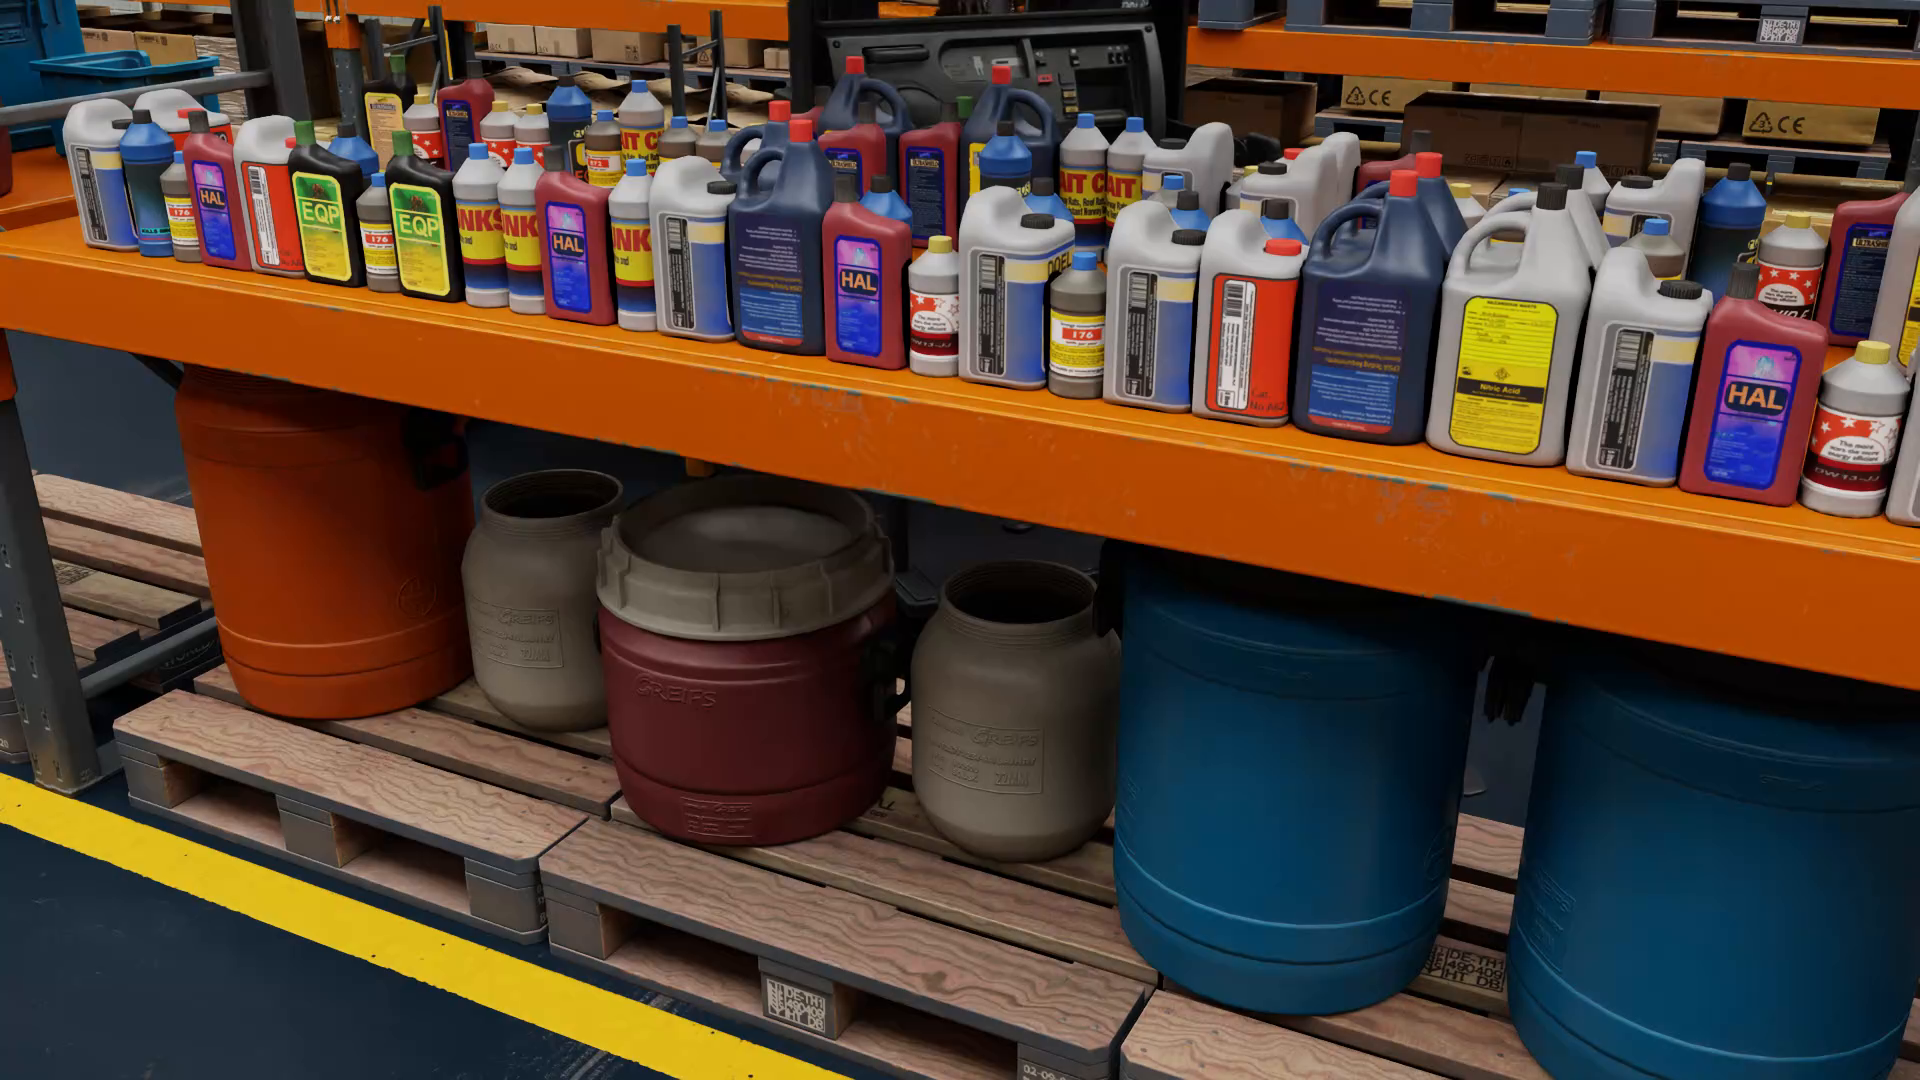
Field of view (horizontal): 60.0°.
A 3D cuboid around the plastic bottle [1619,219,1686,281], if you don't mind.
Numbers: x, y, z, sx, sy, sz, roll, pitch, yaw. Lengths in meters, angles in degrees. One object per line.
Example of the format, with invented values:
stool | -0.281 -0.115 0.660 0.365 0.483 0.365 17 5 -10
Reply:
plastic bottle | 1.080 -0.402 2.615 0.097 0.201 0.097 0 23 0

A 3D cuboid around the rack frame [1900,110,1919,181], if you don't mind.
rack frame | 6.158 -3.721 10.166 0.127 3.000 1.000 11 25 25

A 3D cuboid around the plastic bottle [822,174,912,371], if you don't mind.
plastic bottle | -0.140 -0.407 2.523 0.133 0.283 0.061 11 25 25

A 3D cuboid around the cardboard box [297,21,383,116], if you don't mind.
cardboard box | -3.936 -2.952 10.378 0.500 0.500 0.500 11 25 25

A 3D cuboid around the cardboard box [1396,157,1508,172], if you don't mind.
cardboard box | 2.229 -1.483 7.537 0.500 0.500 0.500 10 25 23

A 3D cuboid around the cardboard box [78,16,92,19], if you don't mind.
cardboard box | -5.958 -3.122 10.776 0.500 0.500 0.500 11 25 25

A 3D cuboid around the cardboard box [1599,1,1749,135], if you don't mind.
cardboard box | 4.724 -3.150 11.034 0.750 0.750 0.750 12 26 26

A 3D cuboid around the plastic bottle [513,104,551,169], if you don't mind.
plastic bottle | -0.941 -0.868 3.713 0.097 0.201 0.097 0 23 0

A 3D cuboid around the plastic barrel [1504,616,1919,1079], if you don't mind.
plastic barrel | 1.210 0.410 2.598 0.708 0.901 0.600 11 25 25

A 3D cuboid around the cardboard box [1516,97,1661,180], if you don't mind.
cardboard box | 2.712 -1.734 7.169 0.500 0.250 0.500 11 26 25

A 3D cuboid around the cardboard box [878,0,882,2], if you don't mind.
cardboard box | -0.571 -2.643 7.953 0.250 0.149 0.380 11 25 25

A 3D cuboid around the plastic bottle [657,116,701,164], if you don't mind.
plastic bottle | -0.594 -0.800 3.551 0.097 0.201 0.097 0 23 0

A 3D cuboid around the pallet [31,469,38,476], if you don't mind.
pallet | -3.641 -0.050 5.098 1.213 0.211 1.003 11 25 25

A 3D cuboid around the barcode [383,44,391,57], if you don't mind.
barcode | -3.174 -2.706 9.185 0.075 0.075 0.001 11 25 25

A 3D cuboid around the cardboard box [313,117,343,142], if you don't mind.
cardboard box | -3.726 -2.336 9.887 0.500 0.250 0.500 11 25 25

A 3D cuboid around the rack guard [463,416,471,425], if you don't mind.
rack guard | -1.850 -0.509 6.127 0.087 0.250 0.587 4 23 8

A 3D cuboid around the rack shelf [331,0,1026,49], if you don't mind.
rack shelf | -1.429 -2.718 8.728 4.000 0.370 1.077 11 25 25

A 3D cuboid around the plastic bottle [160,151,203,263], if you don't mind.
plastic bottle | -1.464 -0.639 3.173 0.097 0.201 0.097 0 23 0

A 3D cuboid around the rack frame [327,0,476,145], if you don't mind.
rack frame | -3.214 -3.402 9.418 0.127 3.000 1.000 11 25 25

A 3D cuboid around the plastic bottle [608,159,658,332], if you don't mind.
plastic bottle | -0.520 -0.484 2.721 0.097 0.271 0.097 0 23 0

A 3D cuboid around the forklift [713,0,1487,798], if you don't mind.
forklift | 0.194 -1.117 4.130 1.130 2.935 3.031 -10 25 -21

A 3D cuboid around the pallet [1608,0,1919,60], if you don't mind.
pallet | 3.262 -2.081 6.555 1.213 0.211 1.003 11 25 25

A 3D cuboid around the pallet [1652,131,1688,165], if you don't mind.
pallet | 4.342 -2.762 11.476 1.213 0.211 1.003 11 25 25

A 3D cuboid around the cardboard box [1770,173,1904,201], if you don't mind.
cardboard box | 3.604 -1.213 6.900 0.500 0.500 0.500 10 25 22

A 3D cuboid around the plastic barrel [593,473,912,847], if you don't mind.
plastic barrel | -0.430 0.229 3.422 0.708 0.588 0.600 11 25 25

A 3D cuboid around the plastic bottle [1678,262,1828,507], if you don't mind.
plastic bottle | 0.963 -0.188 2.009 0.133 0.283 0.061 11 25 25

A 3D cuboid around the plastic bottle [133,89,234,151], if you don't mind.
plastic bottle | -1.573 -0.774 3.395 0.135 0.276 0.152 11 25 25

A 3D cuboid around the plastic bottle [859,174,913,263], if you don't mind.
plastic bottle | -0.121 -0.432 2.597 0.097 0.271 0.097 0 23 0

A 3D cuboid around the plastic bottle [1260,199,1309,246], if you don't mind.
plastic bottle | 0.454 -0.358 2.424 0.097 0.271 0.097 0 23 0

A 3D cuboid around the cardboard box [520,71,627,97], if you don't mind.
cardboard box | -2.256 -2.527 9.620 0.500 0.311 0.500 12 26 26

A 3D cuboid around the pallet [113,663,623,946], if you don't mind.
pallet | -1.160 0.441 3.943 1.213 0.211 1.003 11 25 25

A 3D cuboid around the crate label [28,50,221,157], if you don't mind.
crate label | -2.089 -1.095 4.206 0.416 0.233 0.303 11 25 25

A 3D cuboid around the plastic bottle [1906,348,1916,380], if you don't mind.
plastic bottle | 1.230 -0.173 2.077 0.097 0.201 0.097 0 23 0

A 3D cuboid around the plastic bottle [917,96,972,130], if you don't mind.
plastic bottle | -0.025 -0.733 3.289 0.133 0.283 0.061 11 25 25

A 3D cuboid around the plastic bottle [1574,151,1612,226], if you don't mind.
plastic bottle | 1.029 -0.511 2.783 0.097 0.271 0.097 0 23 0

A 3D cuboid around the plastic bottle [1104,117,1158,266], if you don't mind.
plastic bottle | 0.322 -0.651 3.111 0.097 0.271 0.097 0 23 0

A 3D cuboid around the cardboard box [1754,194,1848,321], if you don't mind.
cardboard box | 3.356 -1.029 6.469 0.500 0.500 0.500 11 25 24

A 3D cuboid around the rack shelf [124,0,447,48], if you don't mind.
rack shelf | -4.998 -3.425 10.389 4.000 0.370 1.077 11 25 25

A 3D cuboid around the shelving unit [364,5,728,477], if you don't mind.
shelving unit | -1.359 -1.053 5.810 1.083 1.500 0.587 4 23 8

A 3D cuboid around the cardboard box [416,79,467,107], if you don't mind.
cardboard box | -2.957 -2.428 9.388 0.500 0.311 0.500 11 26 25

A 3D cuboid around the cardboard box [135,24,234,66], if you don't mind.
cardboard box | -4.615 -2.860 10.162 0.500 0.500 0.500 11 25 25

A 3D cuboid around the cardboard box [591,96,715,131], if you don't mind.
cardboard box | -1.585 -2.157 8.751 0.500 0.311 0.500 12 26 26

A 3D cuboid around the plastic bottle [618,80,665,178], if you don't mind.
plastic bottle | -0.681 -0.849 3.578 0.097 0.271 0.097 0 23 0

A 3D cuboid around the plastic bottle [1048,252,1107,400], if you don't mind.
plastic bottle | 0.178 -0.314 2.409 0.097 0.201 0.097 0 23 0

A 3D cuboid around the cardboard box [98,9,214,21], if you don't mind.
cardboard box | -5.271 -3.220 11.006 0.500 0.500 0.500 11 25 25

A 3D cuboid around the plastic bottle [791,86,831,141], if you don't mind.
plastic bottle | -0.309 -0.789 3.421 0.133 0.283 0.061 11 25 25

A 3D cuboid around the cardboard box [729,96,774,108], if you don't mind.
cardboard box | -0.906 -2.258 8.987 0.500 0.311 0.500 10 25 23

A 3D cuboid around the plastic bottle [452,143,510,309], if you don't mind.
plastic bottle | -0.813 -0.542 2.857 0.097 0.271 0.097 0 23 0

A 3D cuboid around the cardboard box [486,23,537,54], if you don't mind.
cardboard box | -3.975 -4.651 15.227 0.500 0.311 0.500 8 24 19

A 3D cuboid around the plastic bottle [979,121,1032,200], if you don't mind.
plastic bottle | 0.083 -0.635 3.074 0.097 0.271 0.097 0 23 0

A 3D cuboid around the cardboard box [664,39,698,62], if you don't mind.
cardboard box | -2.400 -4.313 14.640 0.250 0.149 0.380 9 25 20

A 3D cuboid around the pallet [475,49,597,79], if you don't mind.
pallet | -3.775 -4.387 15.296 1.213 0.211 1.003 11 25 25

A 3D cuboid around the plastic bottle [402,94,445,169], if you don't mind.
plastic bottle | -1.234 -0.926 3.849 0.097 0.201 0.097 0 23 0

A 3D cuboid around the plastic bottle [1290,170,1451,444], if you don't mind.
plastic bottle | 0.555 -0.319 2.229 0.185 0.351 0.144 11 25 25

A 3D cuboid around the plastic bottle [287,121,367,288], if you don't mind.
plastic bottle | -1.130 -0.603 2.983 0.133 0.283 0.061 11 25 25

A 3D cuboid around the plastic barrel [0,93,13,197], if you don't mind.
plastic barrel | -2.433 -1.006 3.608 0.708 0.536 0.600 11 25 25

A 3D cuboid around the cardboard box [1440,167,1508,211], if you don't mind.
cardboard box | 2.017 -1.297 7.099 0.500 0.500 0.500 10 25 23

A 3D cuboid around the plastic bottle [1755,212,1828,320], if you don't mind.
plastic bottle | 1.323 -0.420 2.660 0.097 0.201 0.097 0 23 0
